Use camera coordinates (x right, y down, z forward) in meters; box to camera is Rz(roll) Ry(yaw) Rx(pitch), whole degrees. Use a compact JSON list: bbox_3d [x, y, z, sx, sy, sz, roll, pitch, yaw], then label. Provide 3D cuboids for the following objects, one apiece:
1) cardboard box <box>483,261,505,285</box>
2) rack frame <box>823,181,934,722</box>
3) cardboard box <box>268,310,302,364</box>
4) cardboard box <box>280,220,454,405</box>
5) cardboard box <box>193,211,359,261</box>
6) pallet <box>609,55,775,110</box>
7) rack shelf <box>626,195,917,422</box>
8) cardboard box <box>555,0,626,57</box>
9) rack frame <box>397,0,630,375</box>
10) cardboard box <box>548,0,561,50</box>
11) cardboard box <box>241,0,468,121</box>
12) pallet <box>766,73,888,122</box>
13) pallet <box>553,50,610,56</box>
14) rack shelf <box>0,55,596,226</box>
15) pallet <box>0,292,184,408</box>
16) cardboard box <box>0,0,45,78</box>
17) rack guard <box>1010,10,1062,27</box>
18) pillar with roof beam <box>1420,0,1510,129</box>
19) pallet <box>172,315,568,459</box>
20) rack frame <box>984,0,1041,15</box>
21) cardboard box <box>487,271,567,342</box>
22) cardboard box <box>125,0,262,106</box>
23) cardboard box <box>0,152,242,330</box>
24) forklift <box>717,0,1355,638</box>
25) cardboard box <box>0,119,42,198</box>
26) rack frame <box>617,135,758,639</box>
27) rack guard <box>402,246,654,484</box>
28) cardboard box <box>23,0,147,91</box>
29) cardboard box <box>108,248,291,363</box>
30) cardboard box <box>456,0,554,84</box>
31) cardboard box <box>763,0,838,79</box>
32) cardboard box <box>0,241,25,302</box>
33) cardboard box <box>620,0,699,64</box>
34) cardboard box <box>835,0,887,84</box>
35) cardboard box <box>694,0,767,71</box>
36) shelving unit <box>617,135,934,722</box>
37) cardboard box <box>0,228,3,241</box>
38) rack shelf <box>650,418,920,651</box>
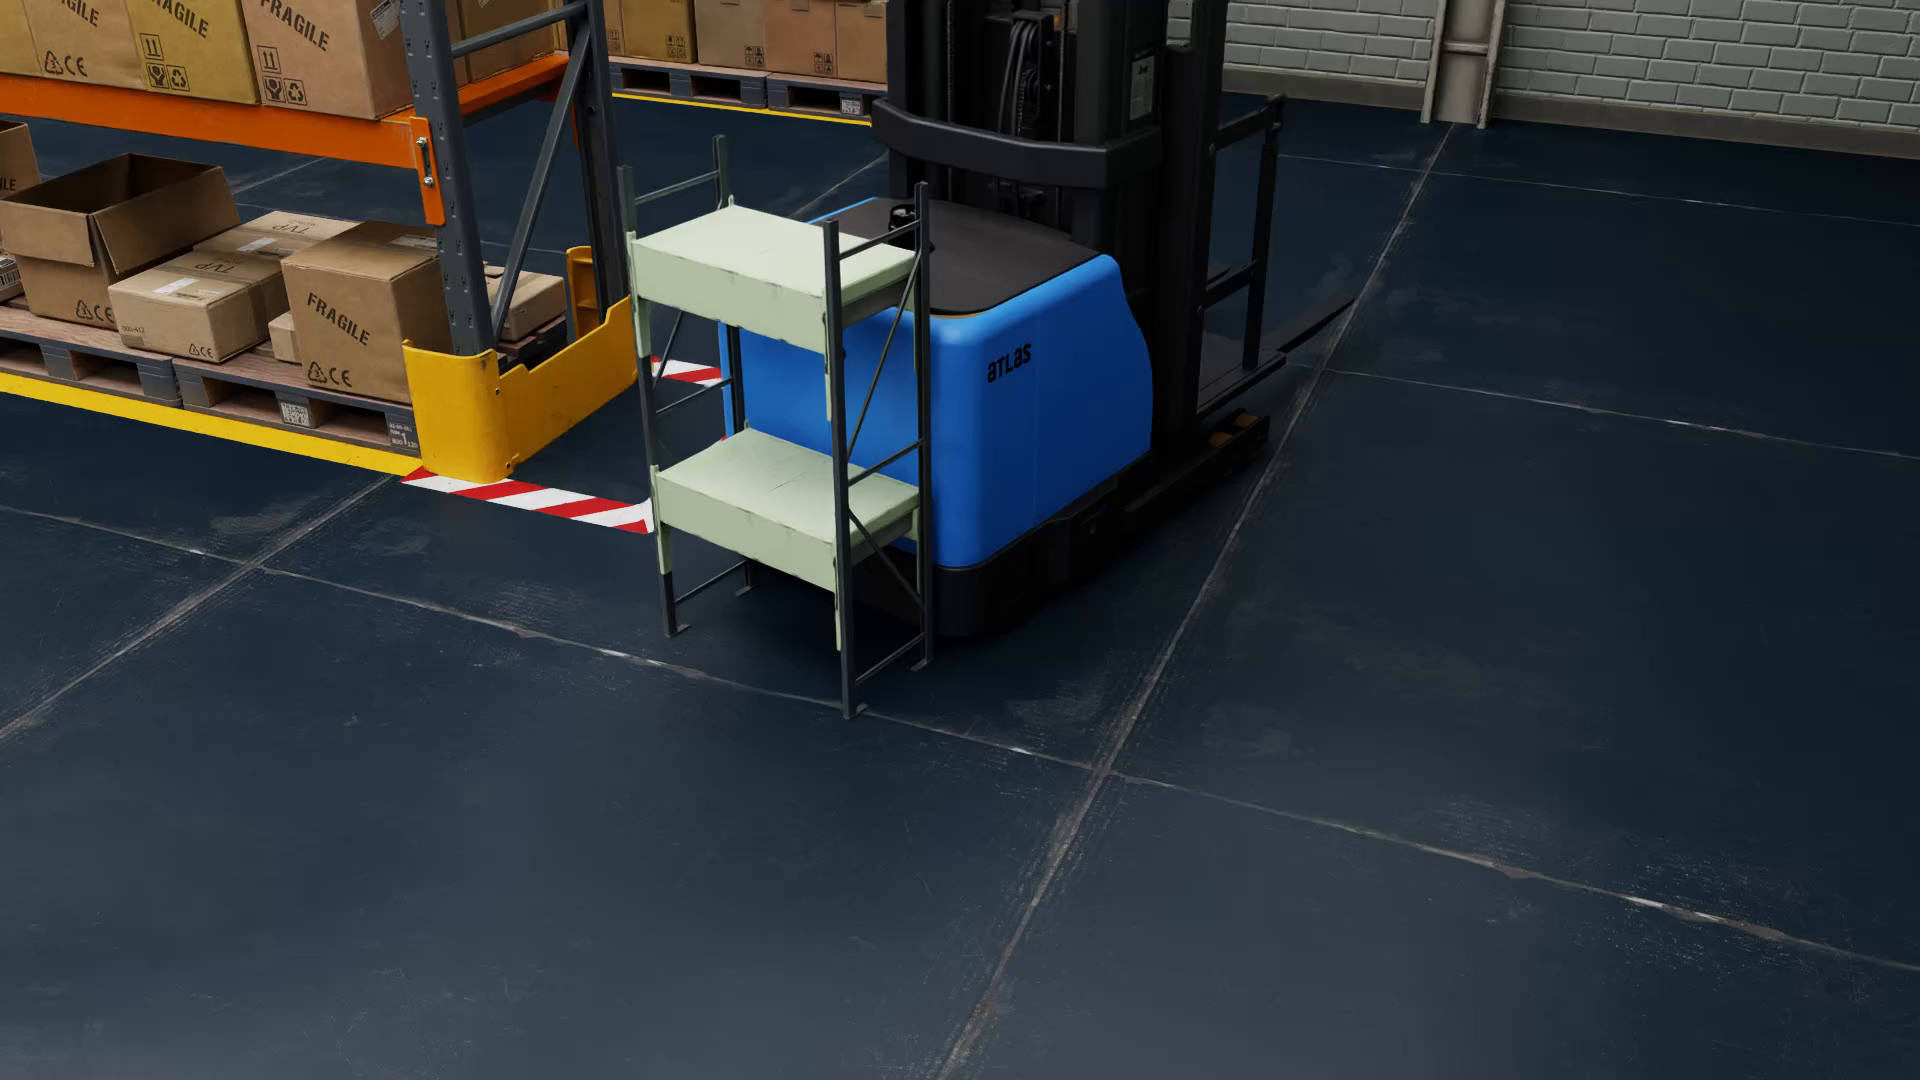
[{"bbox_3d":[-2.070,-1.025,6.947,0.250,0.166,0.380,11,31,19],"label":"cardboard box"},{"bbox_3d":[-0.210,-0.208,4.594,0.023,1.500,0.400,20,35,31],"label":"rack frame"},{"bbox_3d":[-2.518,-0.848,6.635,0.250,0.166,0.380,11,31,19],"label":"cardboard box"},{"bbox_3d":[-2.176,-0.878,6.348,0.500,0.500,0.500,11,31,19],"label":"cardboard box"},{"bbox_3d":[-2.904,-1.196,7.164,0.500,0.250,0.500,11,31,19],"label":"cardboard box"},{"bbox_3d":[-1.618,-3.170,11.144,1.213,0.211,1.003,11,31,19],"label":"pallet"},{"bbox_3d":[-0.503,-0.656,4.593,0.720,0.370,0.431,20,35,31],"label":"rack shelf"},{"bbox_3d":[-2.309,-3.601,11.185,0.500,0.500,0.700,11,31,19],"label":"cardboard box"},{"bbox_3d":[-1.580,-1.786,5.862,0.127,3.000,1.000,11,31,19],"label":"rack frame"},{"bbox_3d":[-2.773,-3.695,11.352,0.500,0.500,0.700,12,32,20],"label":"cardboard box"},{"bbox_3d":[-2.097,-1.788,5.764,0.500,0.500,0.500,12,32,21],"label":"cardboard box"},{"bbox_3d":[-0.491,-2.944,10.744,1.213,0.211,1.003,11,31,19],"label":"pallet"},{"bbox_3d":[-2.752,-3.395,11.542,1.213,0.211,1.003,11,31,19],"label":"pallet"},{"bbox_3d":[-3.433,-1.843,6.693,4.000,0.370,1.077,11,31,19],"label":"rack shelf"},{"bbox_3d":[-3.516,-0.960,7.233,1.213,0.211,1.003,11,31,19],"label":"pallet"},{"bbox_3d":[-3.507,-2.071,6.264,0.500,0.500,0.500,11,31,18],"label":"cardboard box"},{"bbox_3d":[0.301,-2.953,10.466,0.348,0.500,1.175,11,31,19],"label":"rack guard"},{"bbox_3d":[1.488,-4.589,4.724,0.400,9.000,9.100,11,31,19],"label":"pillar with roof beam"},{"bbox_3d":[-2.390,-0.733,6.833,1.213,0.211,1.003,11,31,19],"label":"pallet"},{"bbox_3d":[0.279,-4.045,9.859,0.127,3.000,1.000,11,31,19],"label":"rack frame"},{"bbox_3d":[-1.839,-0.971,6.869,0.250,0.149,0.380,11,31,19],"label":"cardboard box"},{"bbox_3d":[-2.579,-1.883,5.931,0.500,0.500,0.500,12,31,20],"label":"cardboard box"},{"bbox_3d":[-3.544,-1.286,7.066,0.637,0.503,0.797,11,31,19],"label":"cardboard box"},{"bbox_3d":[0.517,-1.642,5.677,1.130,2.935,3.031,21,35,32],"label":"forklift"},{"bbox_3d":[-4.652,-1.653,7.720,0.500,0.500,0.500,11,31,19],"label":"cardboard box"},{"bbox_3d":[-0.796,-0.424,4.976,0.023,1.500,0.400,20,35,31],"label":"rack frame"},{"bbox_3d":[-1.650,-0.712,6.502,0.348,0.500,1.175,11,31,19],"label":"rack guard"},{"bbox_3d":[-3.040,-1.978,6.099,0.500,0.500,0.500,12,31,20],"label":"cardboard box"},{"bbox_3d":[-3.045,-0.958,6.744,0.500,0.250,0.500,11,31,19],"label":"cardboard box"},{"bbox_3d":[-1.892,-2.032,6.195,0.500,0.500,0.500,12,32,20],"label":"cardboard box"},{"bbox_3d":[-0.871,-3.317,10.683,0.500,0.500,0.700,11,31,19],"label":"cardboard box"},{"bbox_3d":[-4.174,-1.152,7.173,0.250,0.166,0.380,11,31,19],"label":"cardboard box"},{"bbox_3d":[-1.834,-3.505,11.015,0.500,0.500,0.700,12,32,20],"label":"cardboard box"},{"bbox_3d":[-0.407,-3.224,10.519,0.500,0.500,0.700,11,31,19],"label":"cardboard box"},{"bbox_3d":[-1.337,-3.409,10.847,0.500,0.500,0.700,10,31,17],"label":"cardboard box"},{"bbox_3d":[-0.503,-0.316,4.785,0.755,1.500,0.431,20,35,31],"label":"shelving unit"},{"bbox_3d":[-3.957,-1.432,7.521,0.500,0.311,0.500,11,31,19],"label":"cardboard box"},{"bbox_3d":[-0.503,-0.032,4.946,0.720,0.370,0.431,20,35,31],"label":"rack shelf"}]
